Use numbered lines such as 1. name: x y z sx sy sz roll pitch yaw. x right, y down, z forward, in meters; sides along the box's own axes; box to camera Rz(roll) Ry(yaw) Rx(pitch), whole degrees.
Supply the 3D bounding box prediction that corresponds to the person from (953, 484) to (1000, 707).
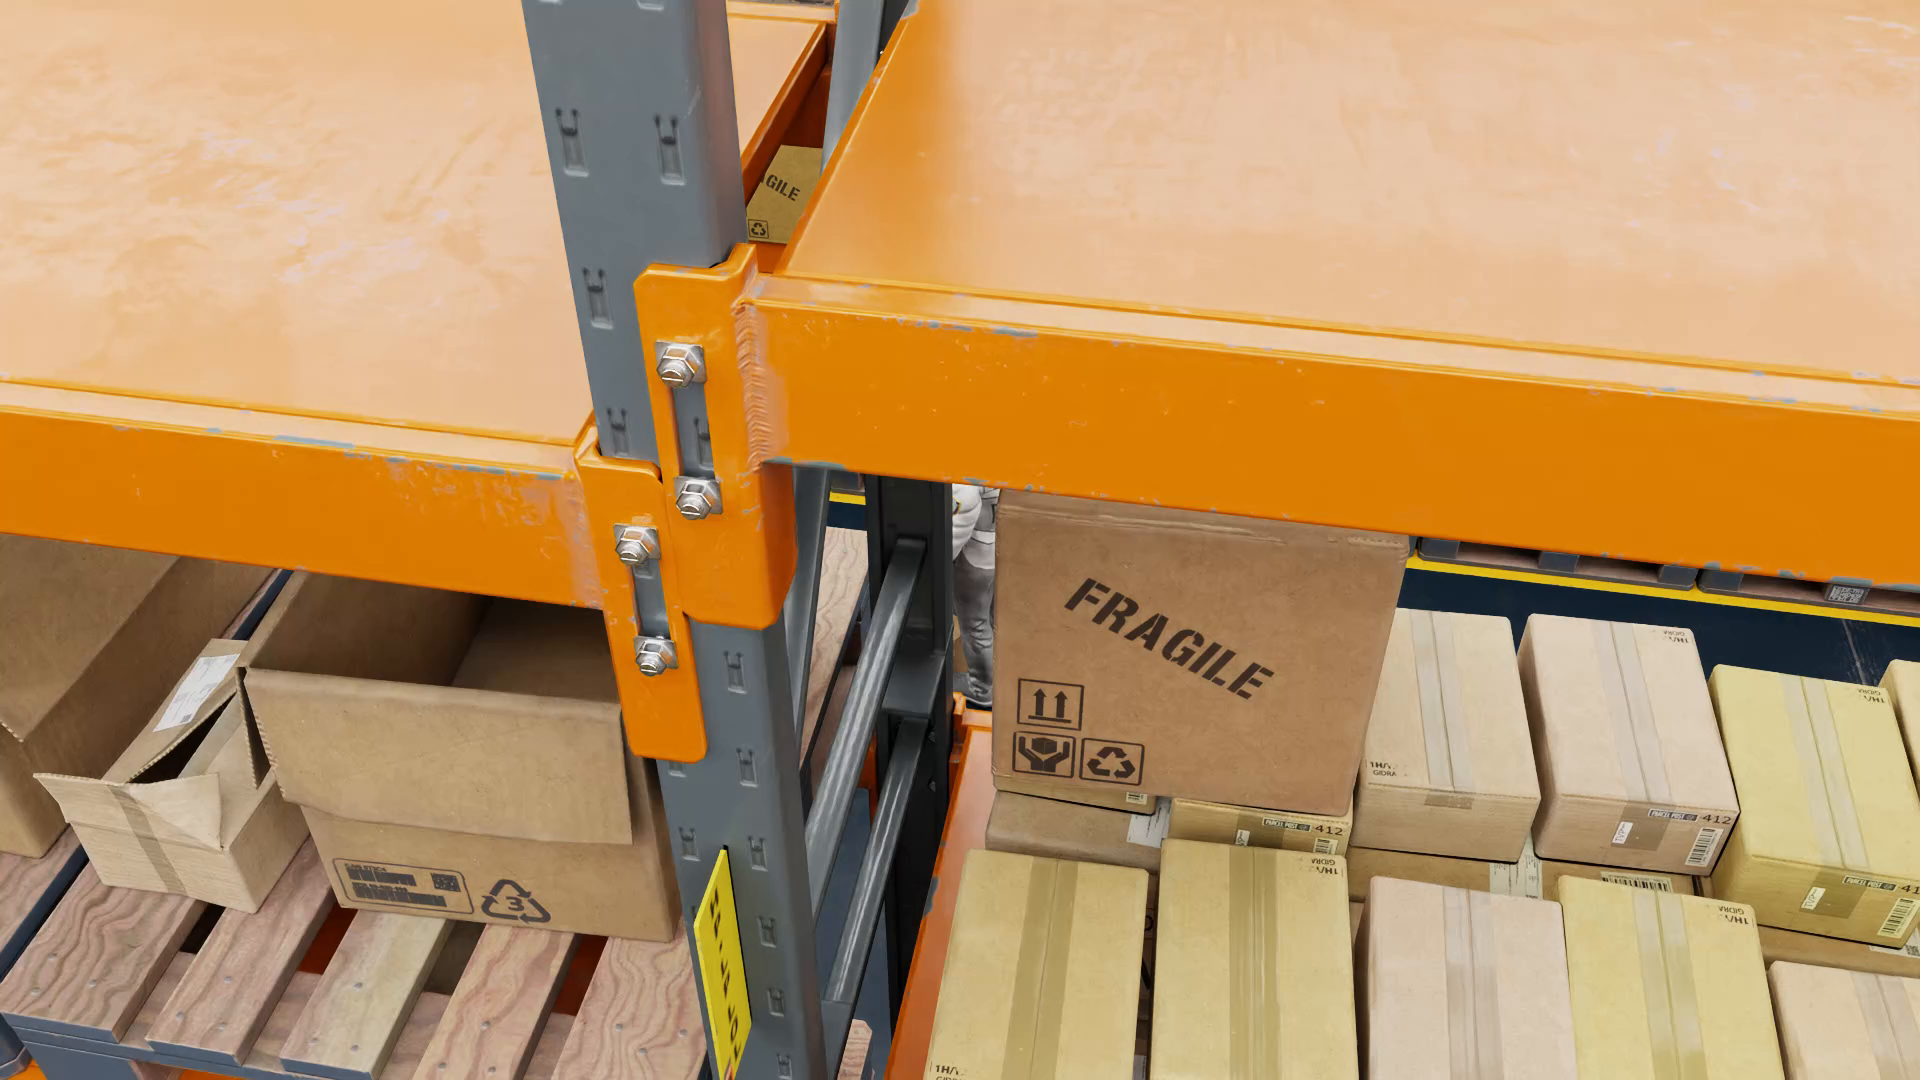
1. person: 0.050 -0.018 6.368 0.531 1.694 0.586 31 50 31
